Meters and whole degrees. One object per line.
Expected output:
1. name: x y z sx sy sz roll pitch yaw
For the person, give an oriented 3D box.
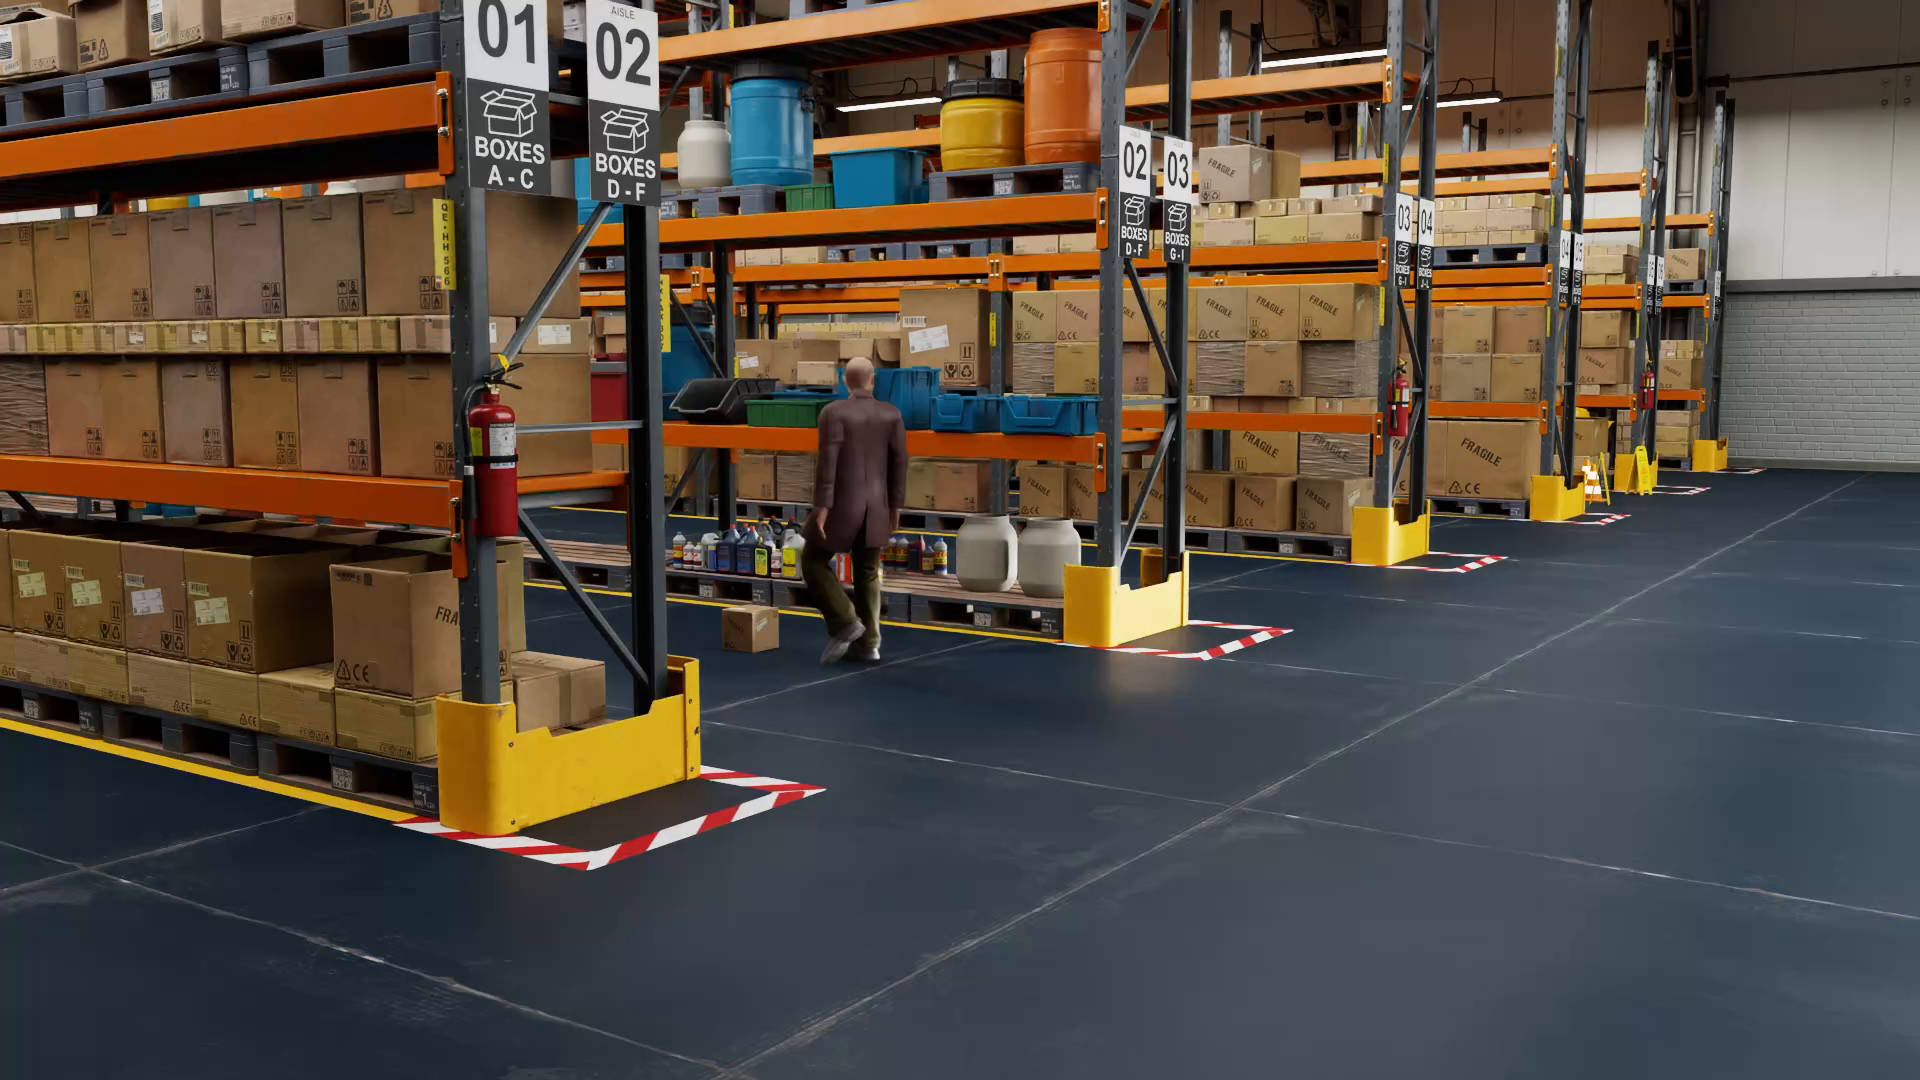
1. person: -0.626 -0.169 9.715 0.617 1.794 0.456 -4 7 -30
